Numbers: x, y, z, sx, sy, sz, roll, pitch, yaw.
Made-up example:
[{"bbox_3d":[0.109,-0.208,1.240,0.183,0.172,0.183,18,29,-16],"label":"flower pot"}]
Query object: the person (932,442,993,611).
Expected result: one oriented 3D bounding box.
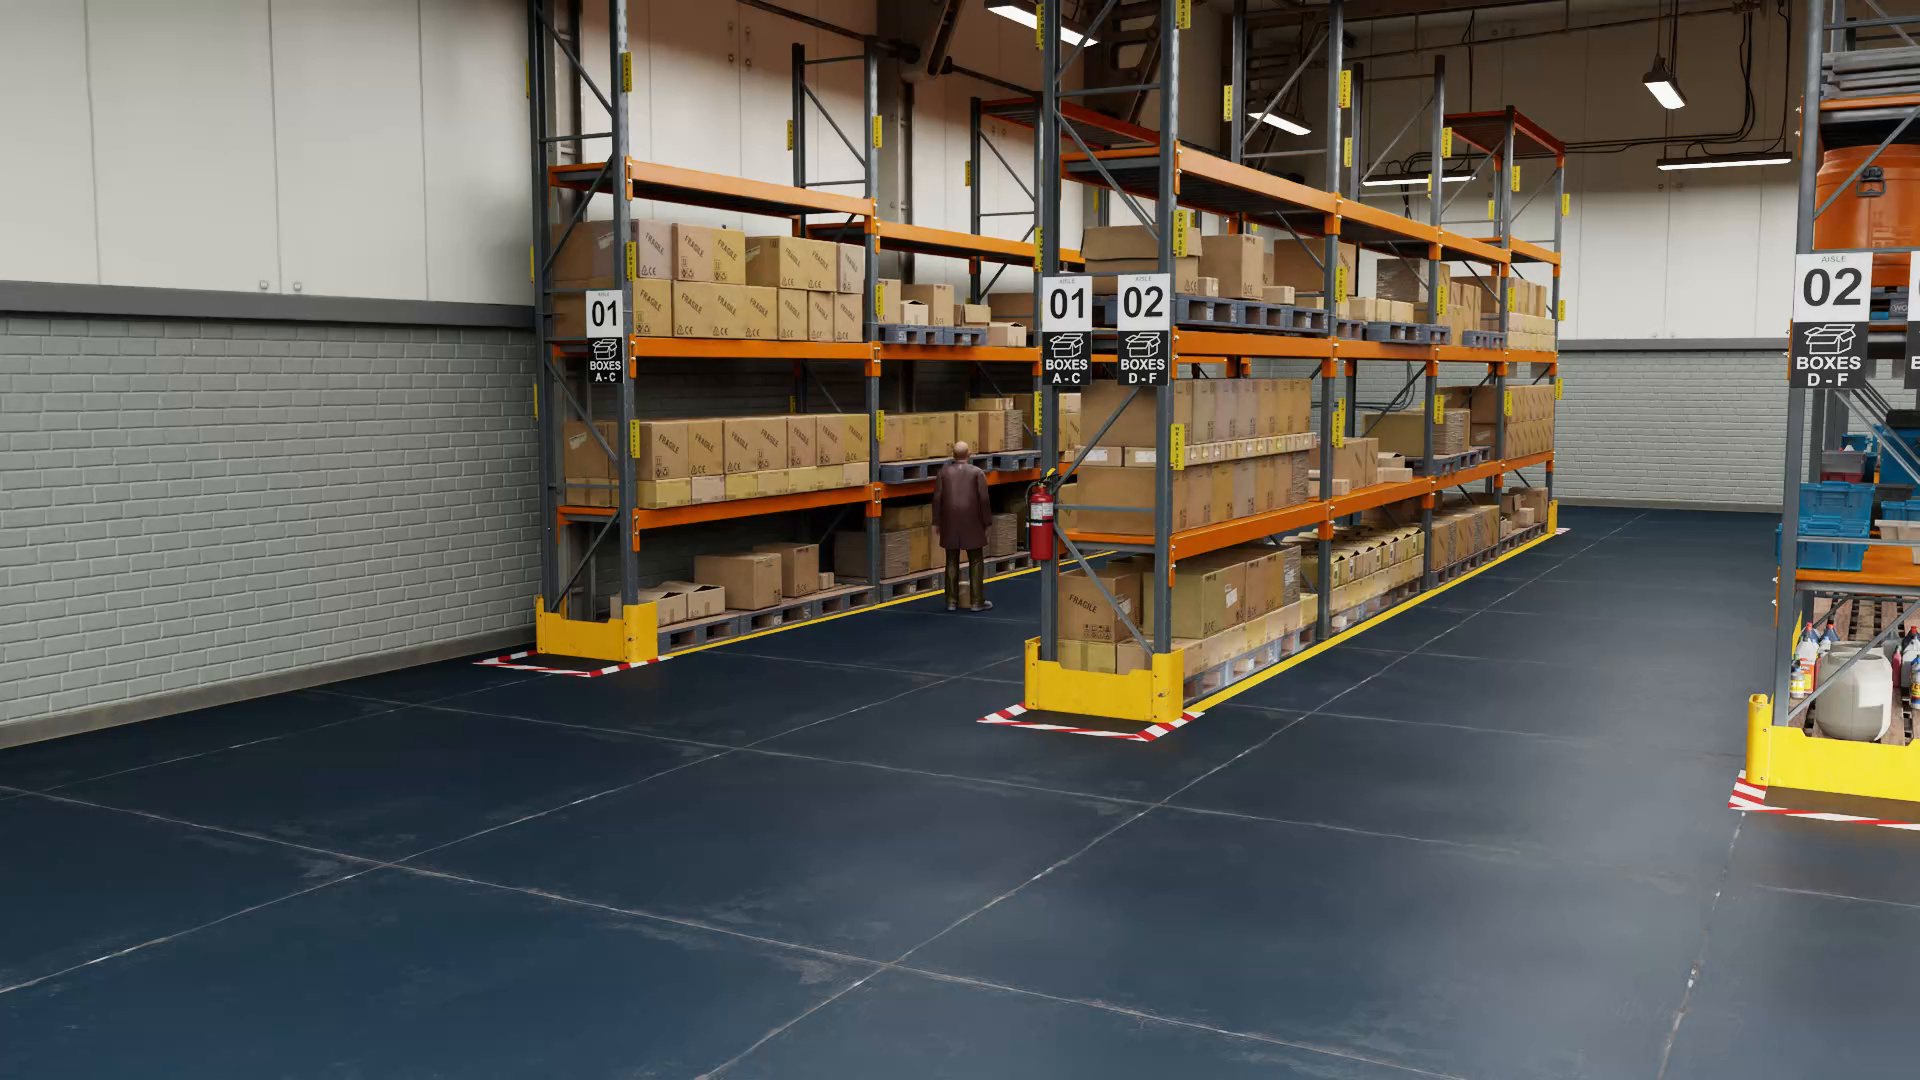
[{"bbox_3d":[0.023,-0.147,17.508,0.655,1.774,0.415,1,6,13],"label":"person"}]
